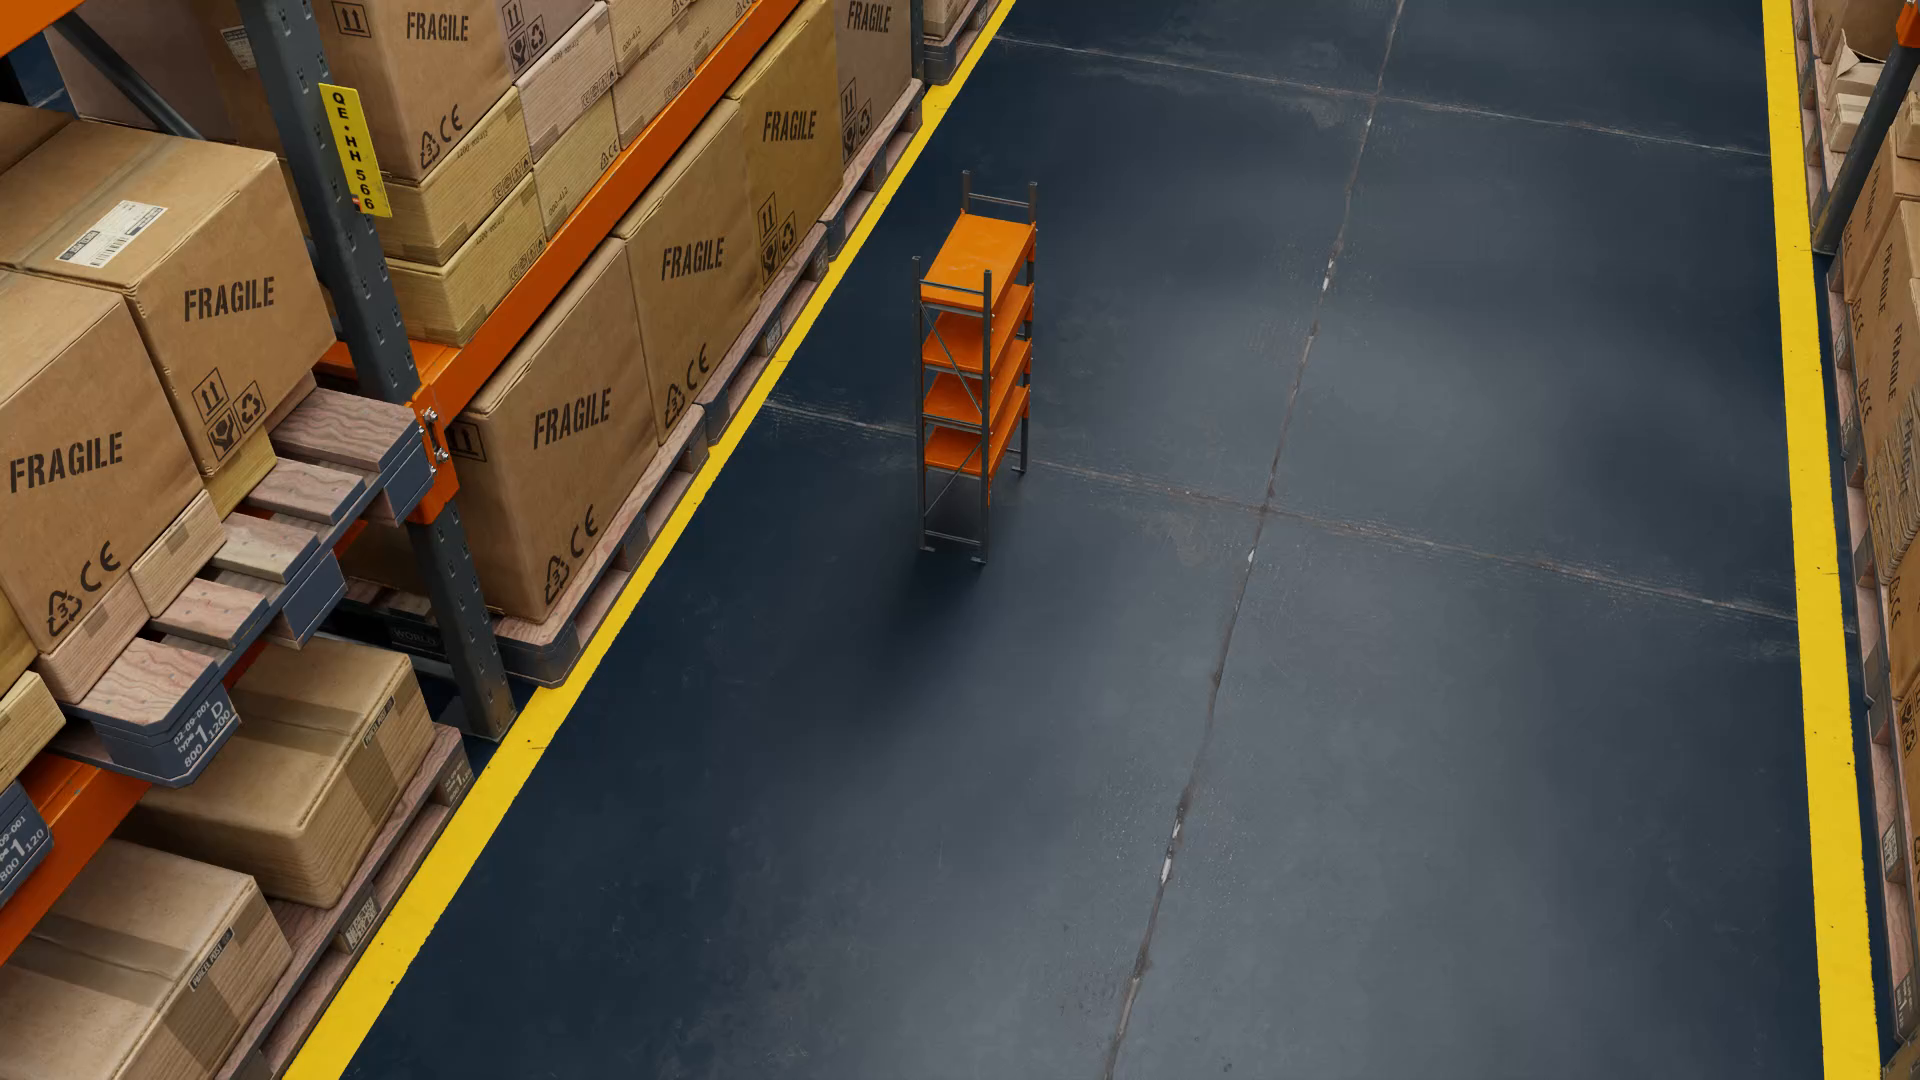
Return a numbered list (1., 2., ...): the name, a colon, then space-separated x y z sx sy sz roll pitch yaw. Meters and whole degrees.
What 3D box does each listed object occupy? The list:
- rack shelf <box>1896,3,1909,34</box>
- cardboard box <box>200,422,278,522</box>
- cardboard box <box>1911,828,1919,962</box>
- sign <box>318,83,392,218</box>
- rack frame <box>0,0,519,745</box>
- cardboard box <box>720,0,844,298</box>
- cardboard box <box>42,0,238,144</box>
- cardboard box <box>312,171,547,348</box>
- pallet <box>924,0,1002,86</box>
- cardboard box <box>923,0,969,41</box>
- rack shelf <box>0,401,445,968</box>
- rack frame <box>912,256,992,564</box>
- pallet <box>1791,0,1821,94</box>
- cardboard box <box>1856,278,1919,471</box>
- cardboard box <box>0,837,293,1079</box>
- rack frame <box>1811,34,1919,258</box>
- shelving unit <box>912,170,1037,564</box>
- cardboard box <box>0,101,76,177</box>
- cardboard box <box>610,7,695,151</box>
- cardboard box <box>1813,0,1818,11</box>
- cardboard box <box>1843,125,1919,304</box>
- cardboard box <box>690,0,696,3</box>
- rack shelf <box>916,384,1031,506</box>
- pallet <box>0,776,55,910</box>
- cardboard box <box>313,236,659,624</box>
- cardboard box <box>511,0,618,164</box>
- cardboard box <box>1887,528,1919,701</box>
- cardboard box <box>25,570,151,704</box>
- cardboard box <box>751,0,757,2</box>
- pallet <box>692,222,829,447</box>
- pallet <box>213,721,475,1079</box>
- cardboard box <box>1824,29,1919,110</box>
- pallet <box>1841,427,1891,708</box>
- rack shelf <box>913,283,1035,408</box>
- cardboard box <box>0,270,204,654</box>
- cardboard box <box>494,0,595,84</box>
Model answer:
1. rack shelf: 4.675 -3.284 7.475 1.077 0.370 4.000 13 46 13
2. cardboard box: -1.761 -0.188 3.677 0.380 0.149 0.250 13 46 13
3. cardboard box: 2.782 0.874 4.199 0.500 0.500 0.500 14 46 14
4. sign: -1.353 -0.867 3.720 0.100 0.325 0.005 13 46 13
5. rack frame: -1.873 -0.590 4.209 1.000 3.000 0.127 13 46 13
6. cardboard box: -1.040 -1.613 6.473 0.875 0.875 0.875 14 46 14
7. cardboard box: -1.966 -1.383 4.233 0.500 0.500 0.500 11 46 11
8. cardboard box: -1.485 -0.810 4.540 0.500 0.250 0.500 12 46 12
9. pallet: -0.357 -2.750 8.410 1.003 0.211 1.213 13 46 13
10. cardboard box: -0.370 -2.887 8.087 0.875 0.438 0.875 12 46 12
11. rack shelf: -2.479 1.000 3.098 1.077 0.370 4.000 13 46 13
12. rack frame: -0.024 -0.377 5.277 0.240 1.200 0.015 13 46 13
13. pallet: 4.646 -2.484 8.138 1.003 0.211 1.213 13 46 13
14. cardboard box: 3.402 -0.501 5.604 0.500 0.500 0.500 11 45 11
15. cardboard box: -2.270 1.067 4.094 0.950 0.372 0.625 12 46 12
16. rack frame: 4.070 -2.208 5.861 1.000 3.000 0.127 13 46 13
17. shelving unit: 0.050 -0.539 5.443 0.258 1.200 0.503 13 46 13
18. cardboard box: -2.230 -0.632 3.666 0.500 0.500 0.500 11 46 11
19. cardboard box: -1.182 -1.504 5.250 0.500 0.250 0.500 14 46 14
20. cardboard box: 4.454 -2.850 8.005 0.500 0.500 0.500 13 46 13
21. cardboard box: 3.709 -1.190 6.308 0.500 0.500 0.500 14 46 14
22. cardboard box: -0.998 -2.010 5.409 0.500 0.250 0.500 13 46 13
23. rack shelf: 0.050 -0.349 5.629 0.258 0.148 0.480 13 46 13
24. pallet: -2.434 0.806 2.918 1.003 0.211 1.213 13 46 13
25. cardboard box: -1.585 -0.424 5.257 0.875 0.875 0.875 12 46 12
26. cardboard box: -1.327 -1.345 4.730 0.500 0.250 0.500 14 46 13
27. cardboard box: 3.099 0.194 4.894 0.500 0.500 0.500 14 46 14
28. cardboard box: -1.878 0.155 3.326 0.380 0.149 0.250 11 45 11
29. cardboard box: -0.884 -2.179 5.939 0.500 0.250 0.500 11 46 11
30. pallet: -1.192 -0.914 6.533 1.003 0.211 1.213 13 46 13
31. pallet: -2.111 0.927 4.652 1.003 0.211 1.213 13 46 13
32. cardboard box: 4.067 -2.052 7.357 0.396 0.266 0.258 14 46 14
33. pallet: 3.492 0.155 5.441 1.003 0.211 1.213 13 46 13
34. rack shelf: 0.050 -0.651 5.334 0.258 0.148 0.480 13 46 13
35. cardboard box: -1.892 -0.174 3.198 0.500 0.500 0.500 12 46 12
36. cardboard box: -1.350 -1.593 4.447 0.500 0.500 0.500 13 46 13
